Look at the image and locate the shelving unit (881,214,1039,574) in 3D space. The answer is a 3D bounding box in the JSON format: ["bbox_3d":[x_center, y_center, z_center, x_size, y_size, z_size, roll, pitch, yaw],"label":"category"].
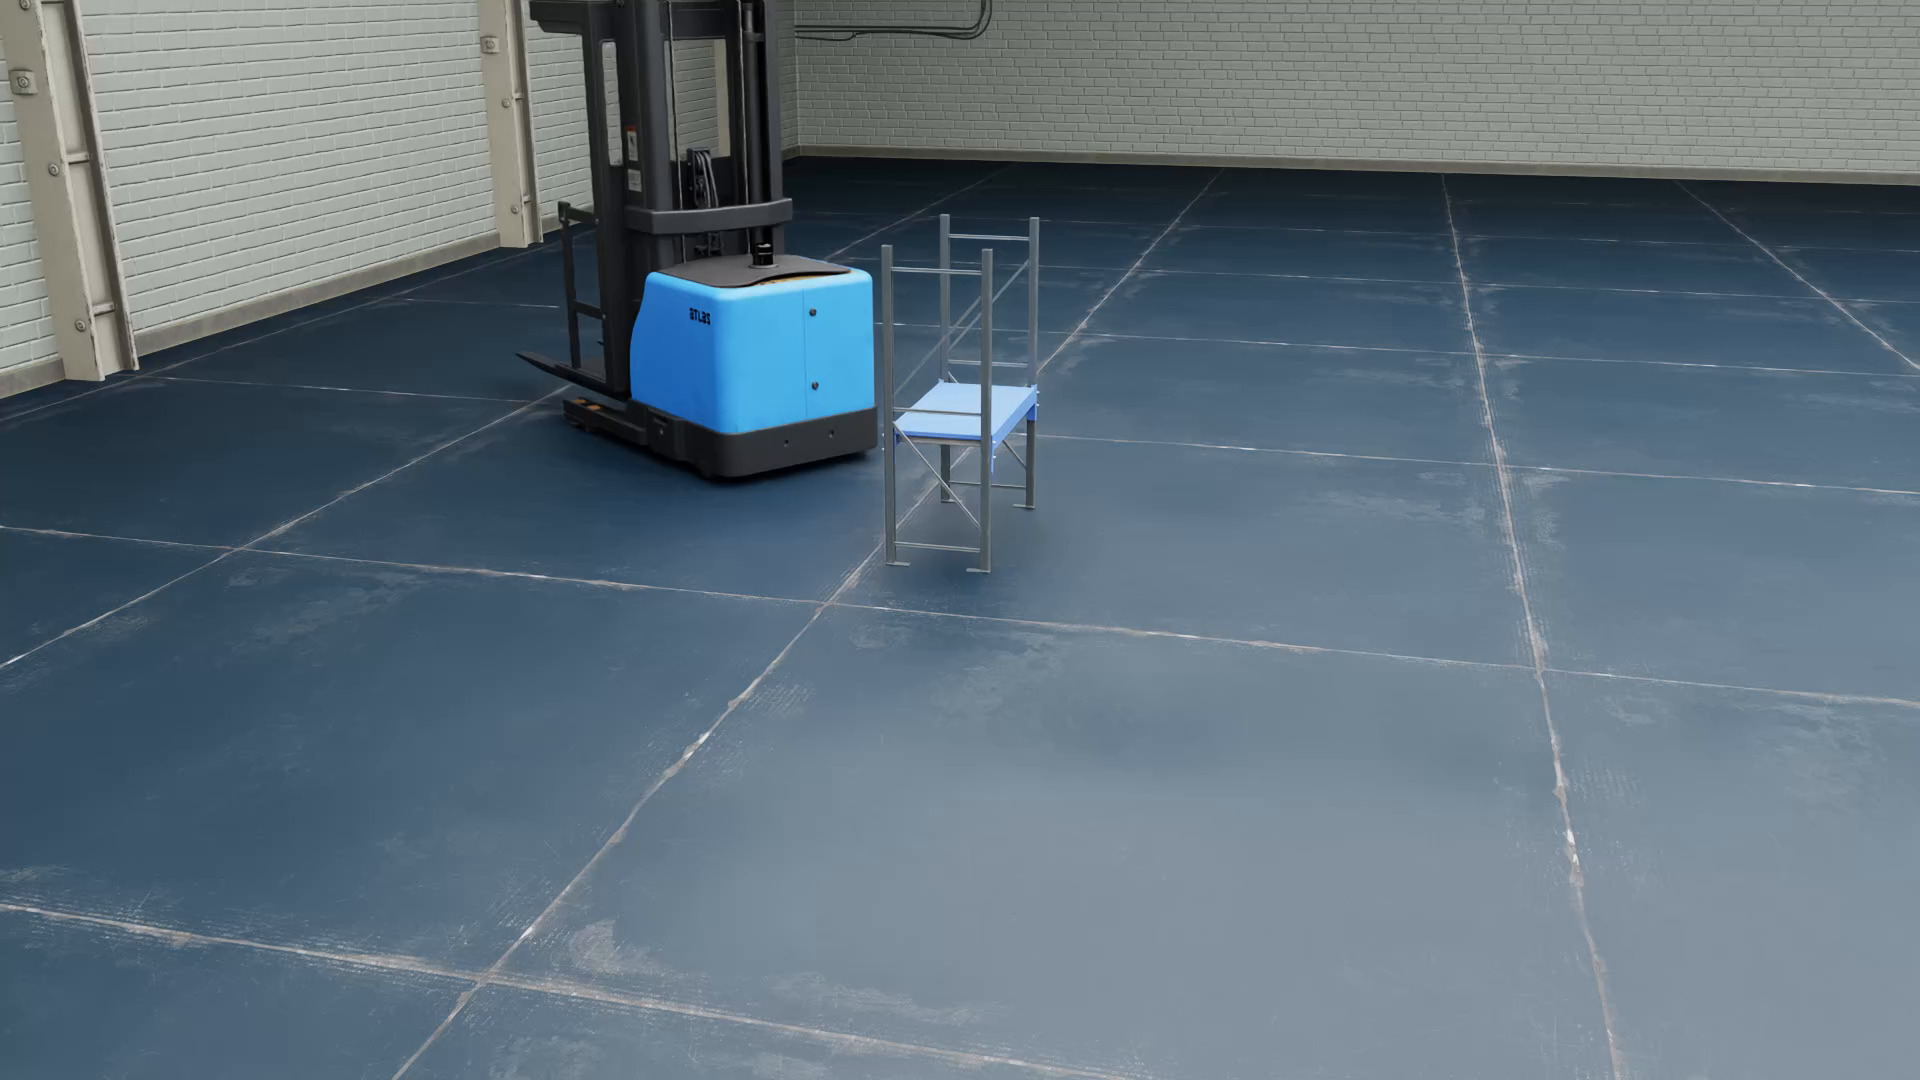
[{"bbox_3d":[0.021,-0.736,8.023,0.538,1.500,1.048,5,19,13],"label":"shelving unit"}]

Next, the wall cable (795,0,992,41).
[{"bbox_3d":[-1.044,-8.527,24.035,3.097,2.526,0.112,5,19,13],"label":"wall cable"}]

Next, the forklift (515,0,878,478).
[{"bbox_3d":[-1.789,-2.130,9.890,1.130,2.935,3.031,-15,24,-37],"label":"forklift"}]

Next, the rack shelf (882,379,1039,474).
[{"bbox_3d":[0.021,-0.566,8.082,0.538,0.185,1.000,5,19,13],"label":"rack shelf"}]

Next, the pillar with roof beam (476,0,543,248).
[{"bbox_3d":[-0.338,-6.957,14.635,9.100,9.000,0.400,5,19,13],"label":"pillar with roof beam"}]

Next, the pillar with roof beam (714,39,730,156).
[{"bbox_3d":[1.128,-8.838,20.141,9.100,9.000,0.400,5,19,13],"label":"pillar with roof beam"}]

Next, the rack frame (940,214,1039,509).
[{"bbox_3d":[0.145,-0.896,8.490,0.500,1.500,0.032,5,19,13],"label":"rack frame"}]

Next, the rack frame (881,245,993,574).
[{"bbox_3d":[-0.103,-0.577,7.557,0.500,1.500,0.032,5,19,13],"label":"rack frame"}]

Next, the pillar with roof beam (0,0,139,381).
[{"bbox_3d":[-1.804,-5.077,9.129,9.100,9.000,0.400,5,19,13],"label":"pillar with roof beam"}]
